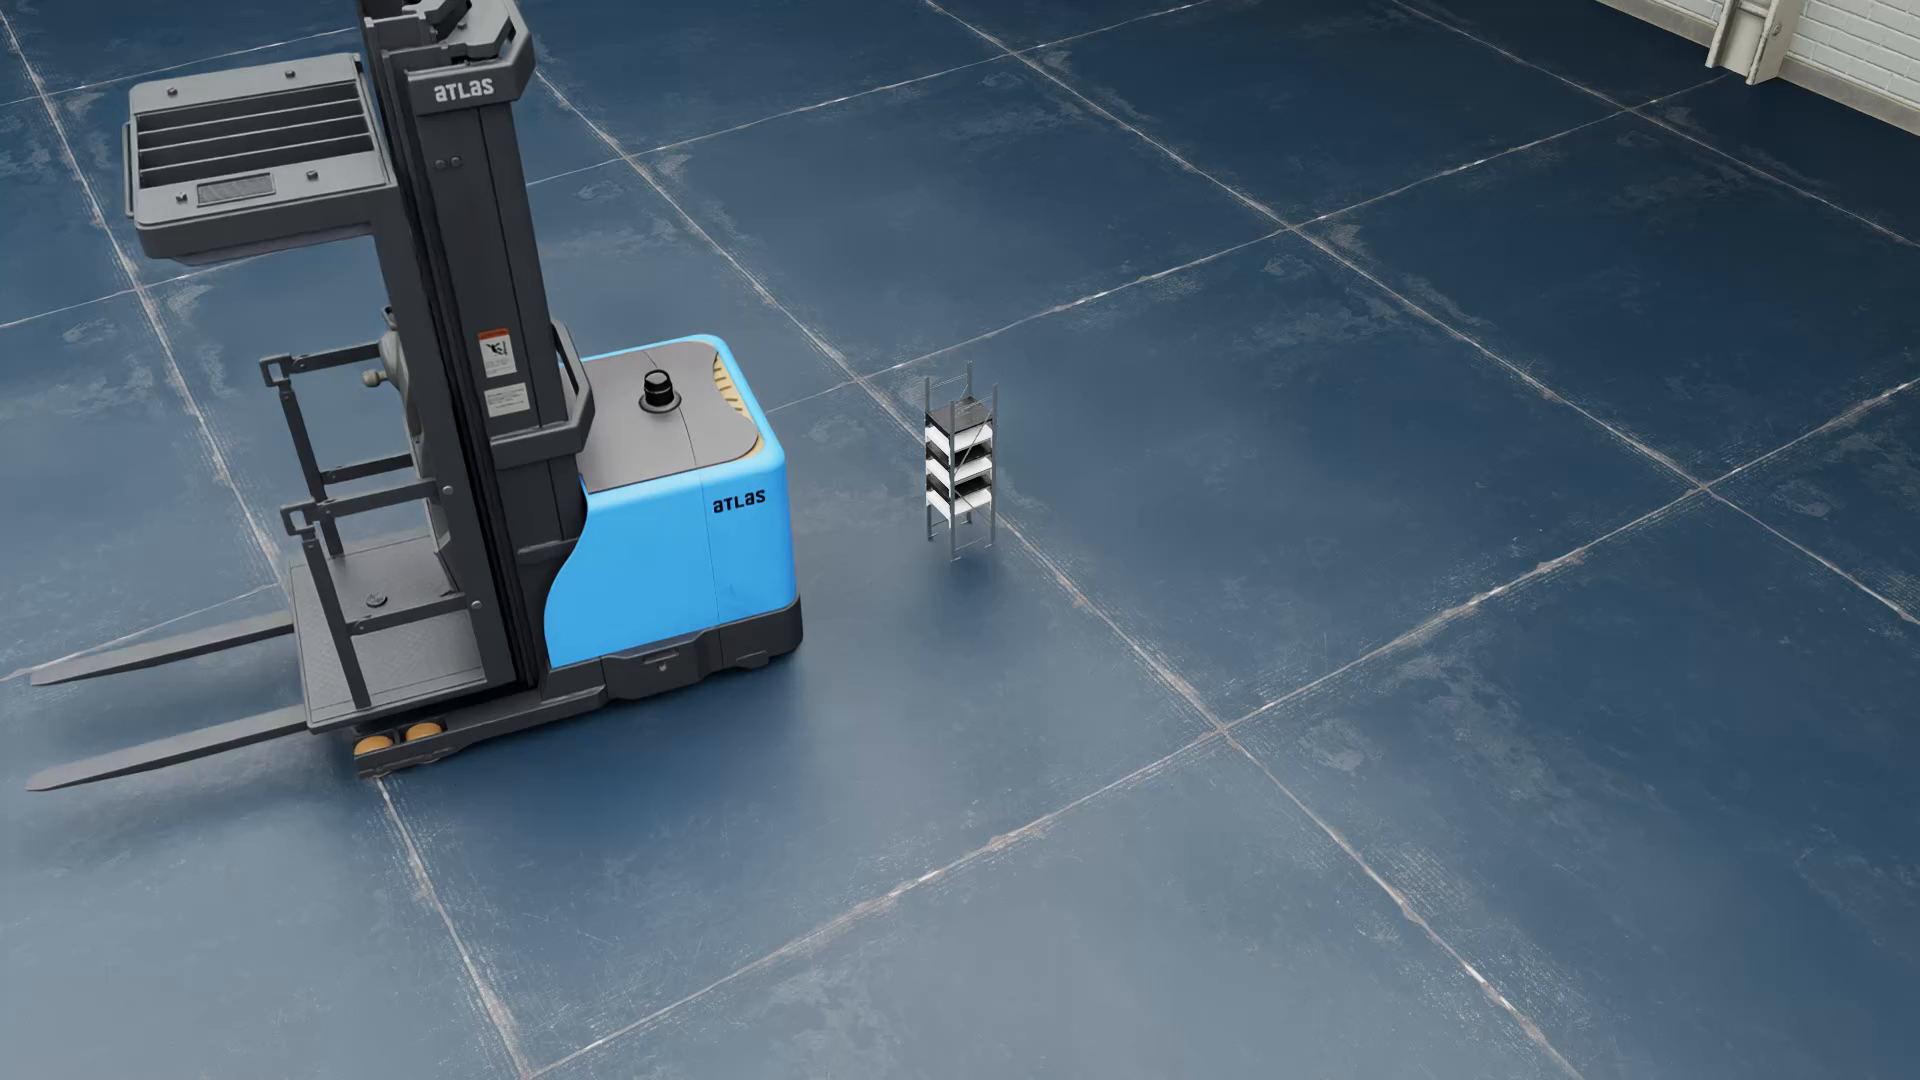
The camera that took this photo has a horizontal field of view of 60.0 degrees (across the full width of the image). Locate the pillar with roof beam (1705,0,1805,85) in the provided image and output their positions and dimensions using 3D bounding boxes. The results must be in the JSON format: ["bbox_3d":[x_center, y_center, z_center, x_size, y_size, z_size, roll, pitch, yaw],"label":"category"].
[{"bbox_3d":[1.887,-5.290,7.068,9.100,9.000,0.400,-22,45,-24],"label":"pillar with roof beam"}]

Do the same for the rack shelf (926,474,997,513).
[{"bbox_3d":[0.004,-0.247,7.536,0.258,0.077,0.200,-22,45,-24],"label":"rack shelf"}]

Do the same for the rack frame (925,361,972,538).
[{"bbox_3d":[-0.050,-0.396,7.523,0.240,0.900,0.006,-22,45,-24],"label":"rack frame"}]

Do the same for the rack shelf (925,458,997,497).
[{"bbox_3d":[0.004,-0.316,7.478,0.258,0.077,0.200,-22,45,-24],"label":"rack shelf"}]

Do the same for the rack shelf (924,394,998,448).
[{"bbox_3d":[0.004,-0.523,7.305,0.258,0.077,0.200,-22,45,-24],"label":"rack shelf"}]

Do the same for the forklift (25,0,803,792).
[{"bbox_3d":[-2.242,-0.568,6.142,3.031,2.935,1.130,-14,42,-17],"label":"forklift"}]

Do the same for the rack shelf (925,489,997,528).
[{"bbox_3d":[0.004,-0.177,7.593,0.258,0.077,0.200,-22,45,-24],"label":"rack shelf"}]

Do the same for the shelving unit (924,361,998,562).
[{"bbox_3d":[0.004,-0.341,7.457,0.258,0.900,0.210,-22,45,-24],"label":"shelving unit"}]

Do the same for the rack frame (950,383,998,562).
[{"bbox_3d":[0.059,-0.286,7.391,0.240,0.900,0.006,-22,45,-24],"label":"rack frame"}]

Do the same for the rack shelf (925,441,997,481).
[{"bbox_3d":[0.004,-0.385,7.420,0.258,0.077,0.200,-22,45,-24],"label":"rack shelf"}]

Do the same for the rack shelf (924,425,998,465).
[{"bbox_3d":[0.004,-0.454,7.363,0.258,0.077,0.200,-22,45,-24],"label":"rack shelf"}]
